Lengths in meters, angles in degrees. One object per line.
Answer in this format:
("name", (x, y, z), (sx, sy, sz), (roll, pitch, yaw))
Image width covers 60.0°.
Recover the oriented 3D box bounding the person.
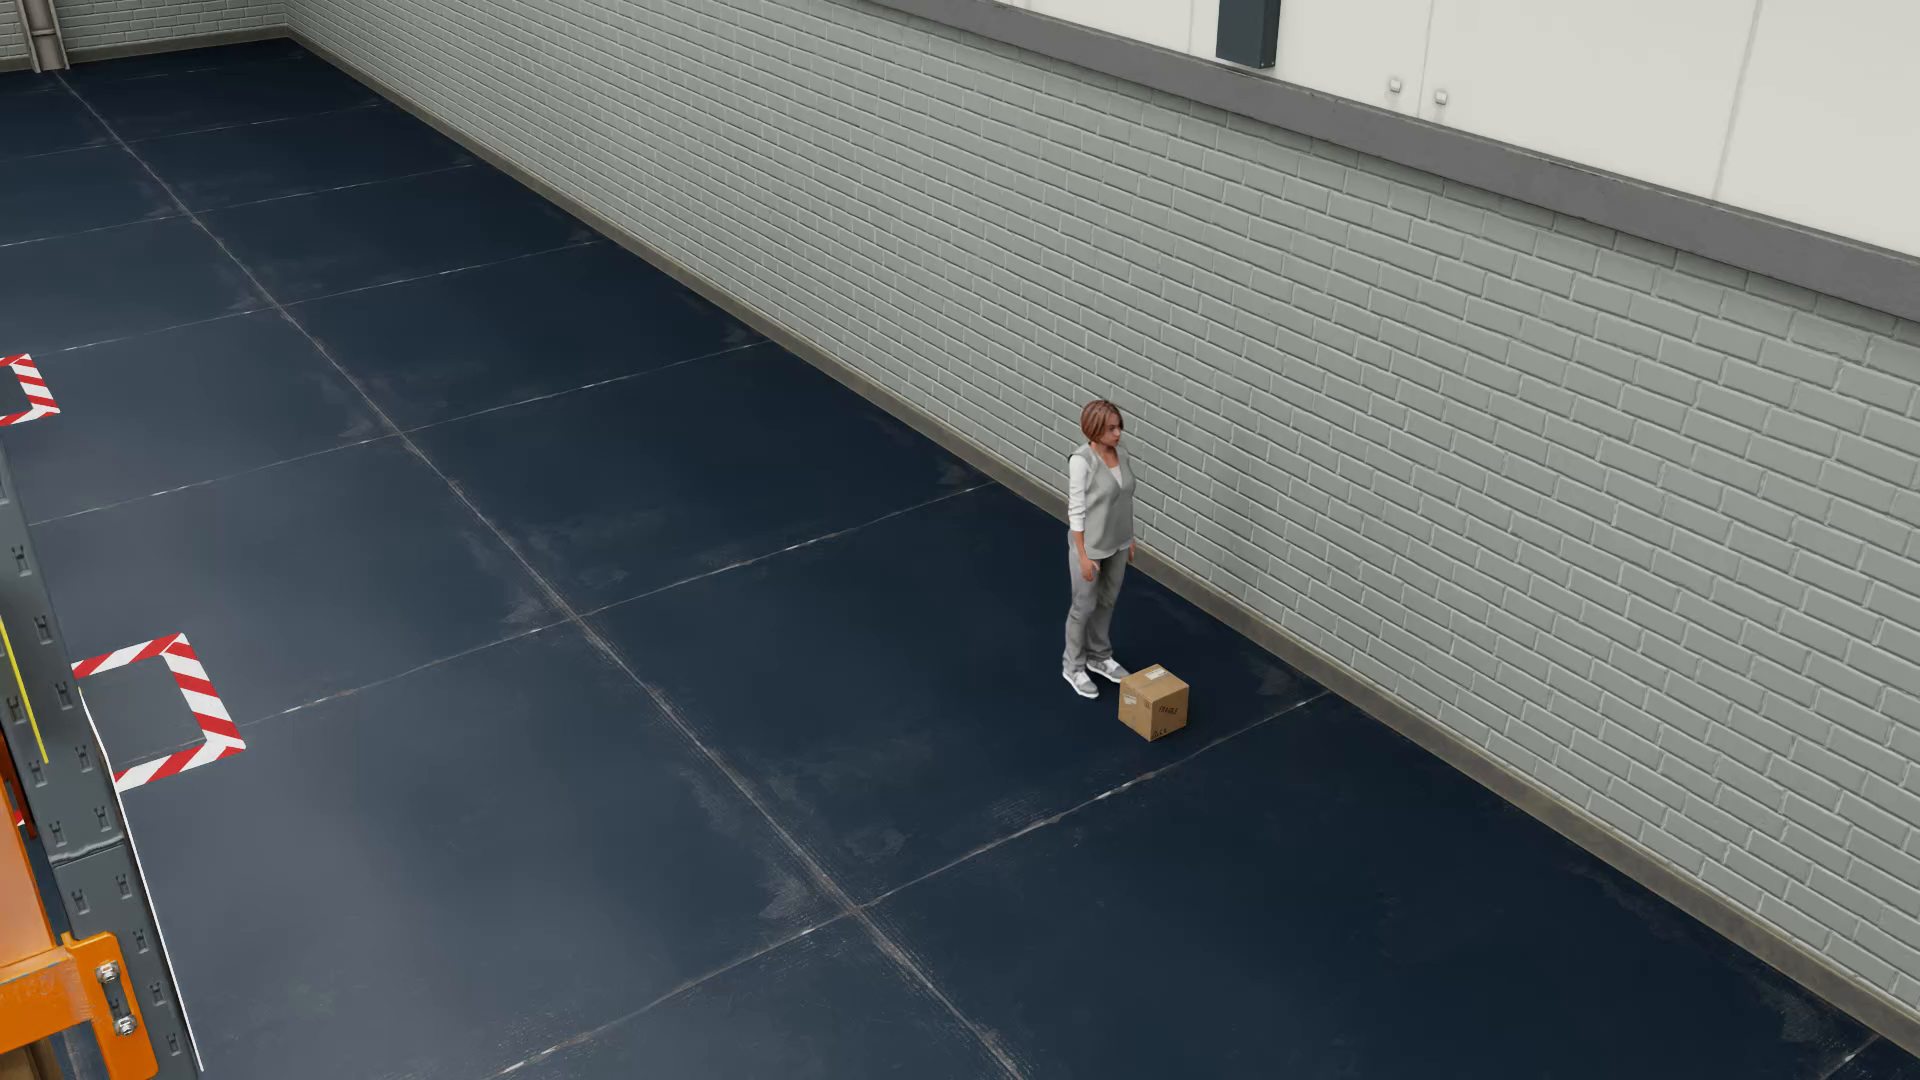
("person", (0.735, 0.038, 8.529), (0.425, 1.614, 0.321), (-23, 36, -35))
